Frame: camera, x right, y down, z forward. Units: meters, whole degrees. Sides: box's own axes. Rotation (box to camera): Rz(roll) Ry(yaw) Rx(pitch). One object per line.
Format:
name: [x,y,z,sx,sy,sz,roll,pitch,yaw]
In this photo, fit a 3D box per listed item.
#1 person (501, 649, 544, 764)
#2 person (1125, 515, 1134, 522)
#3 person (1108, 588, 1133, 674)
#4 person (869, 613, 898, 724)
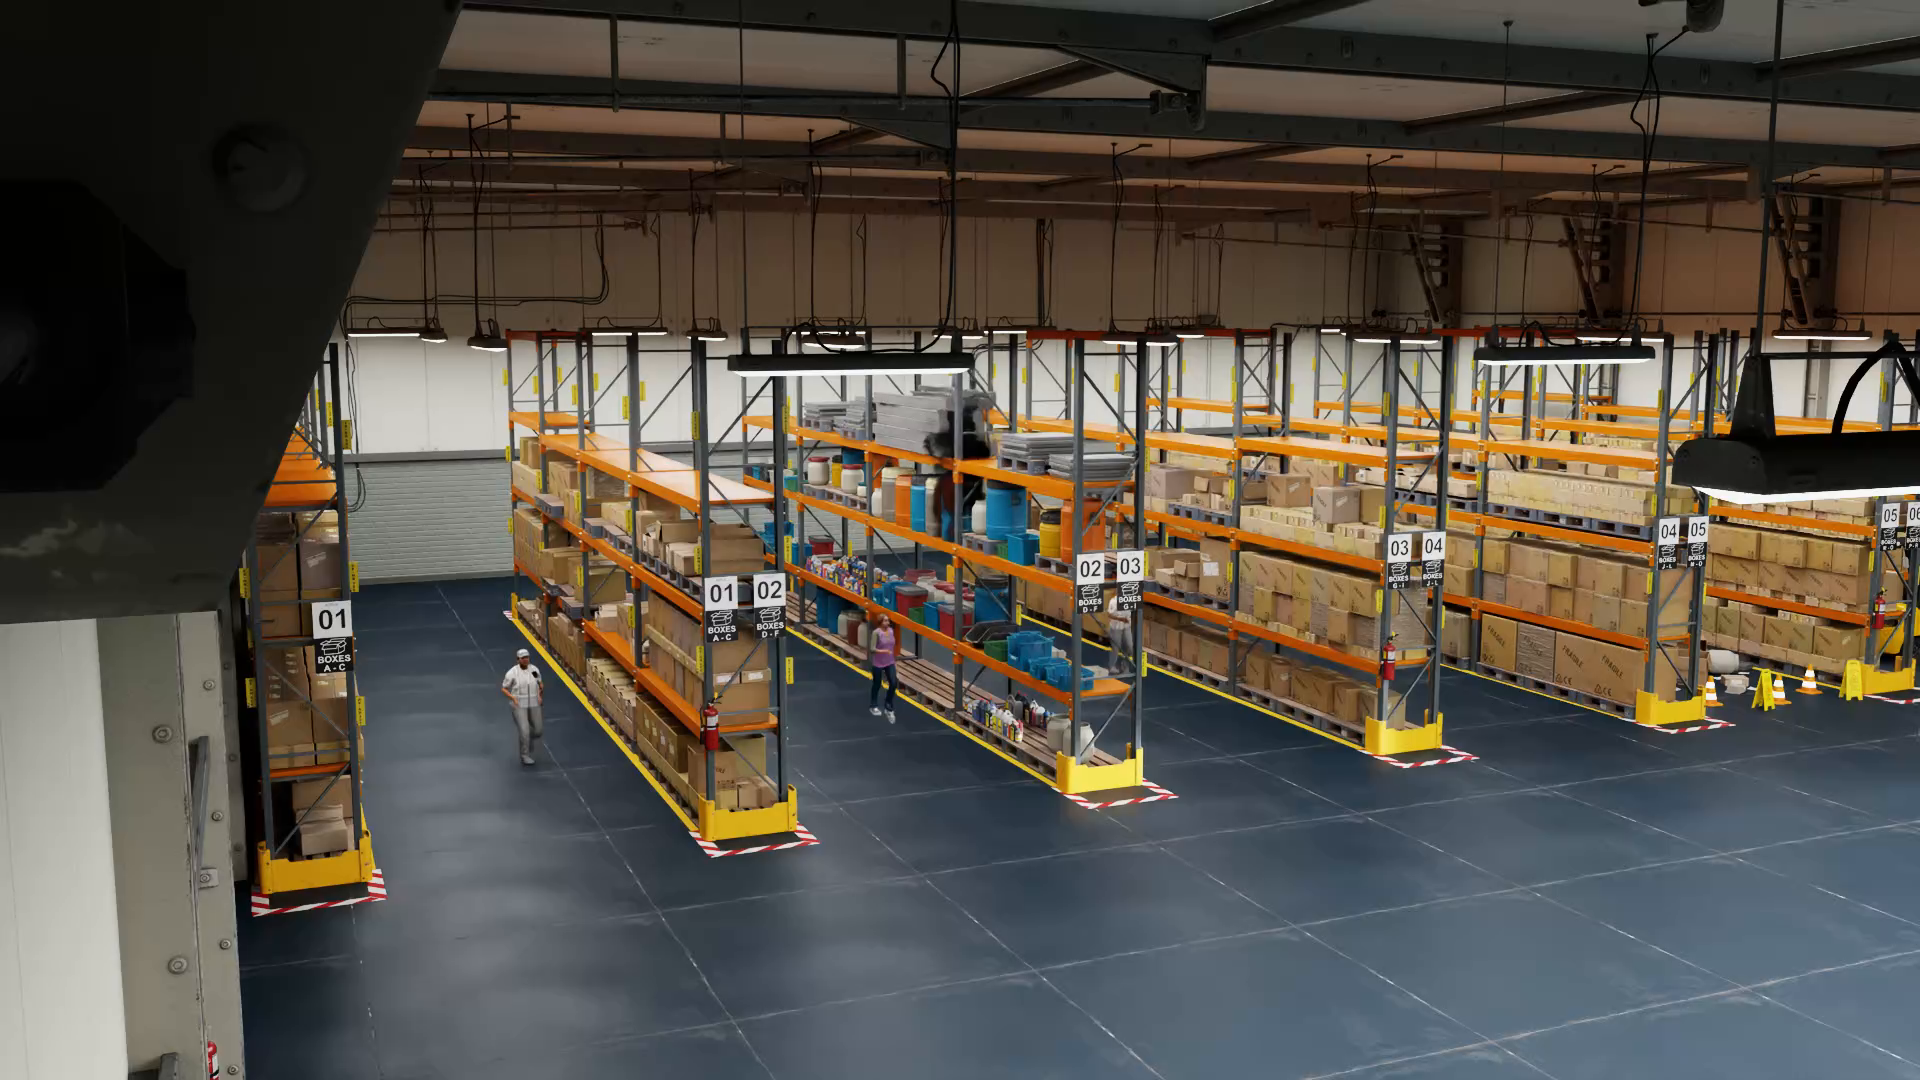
person: [-6.165,2.339,23.541,0.605,1.615,0.559,-5,9,-34]
person: [3.888,0.273,38.365,0.643,1.707,0.598,-3,8,-24]
person: [2.823,1.568,29.067,0.572,1.721,0.697,-4,9,-27]
person: [-1.126,1.925,24.806,0.490,1.641,0.699,-5,9,-31]
